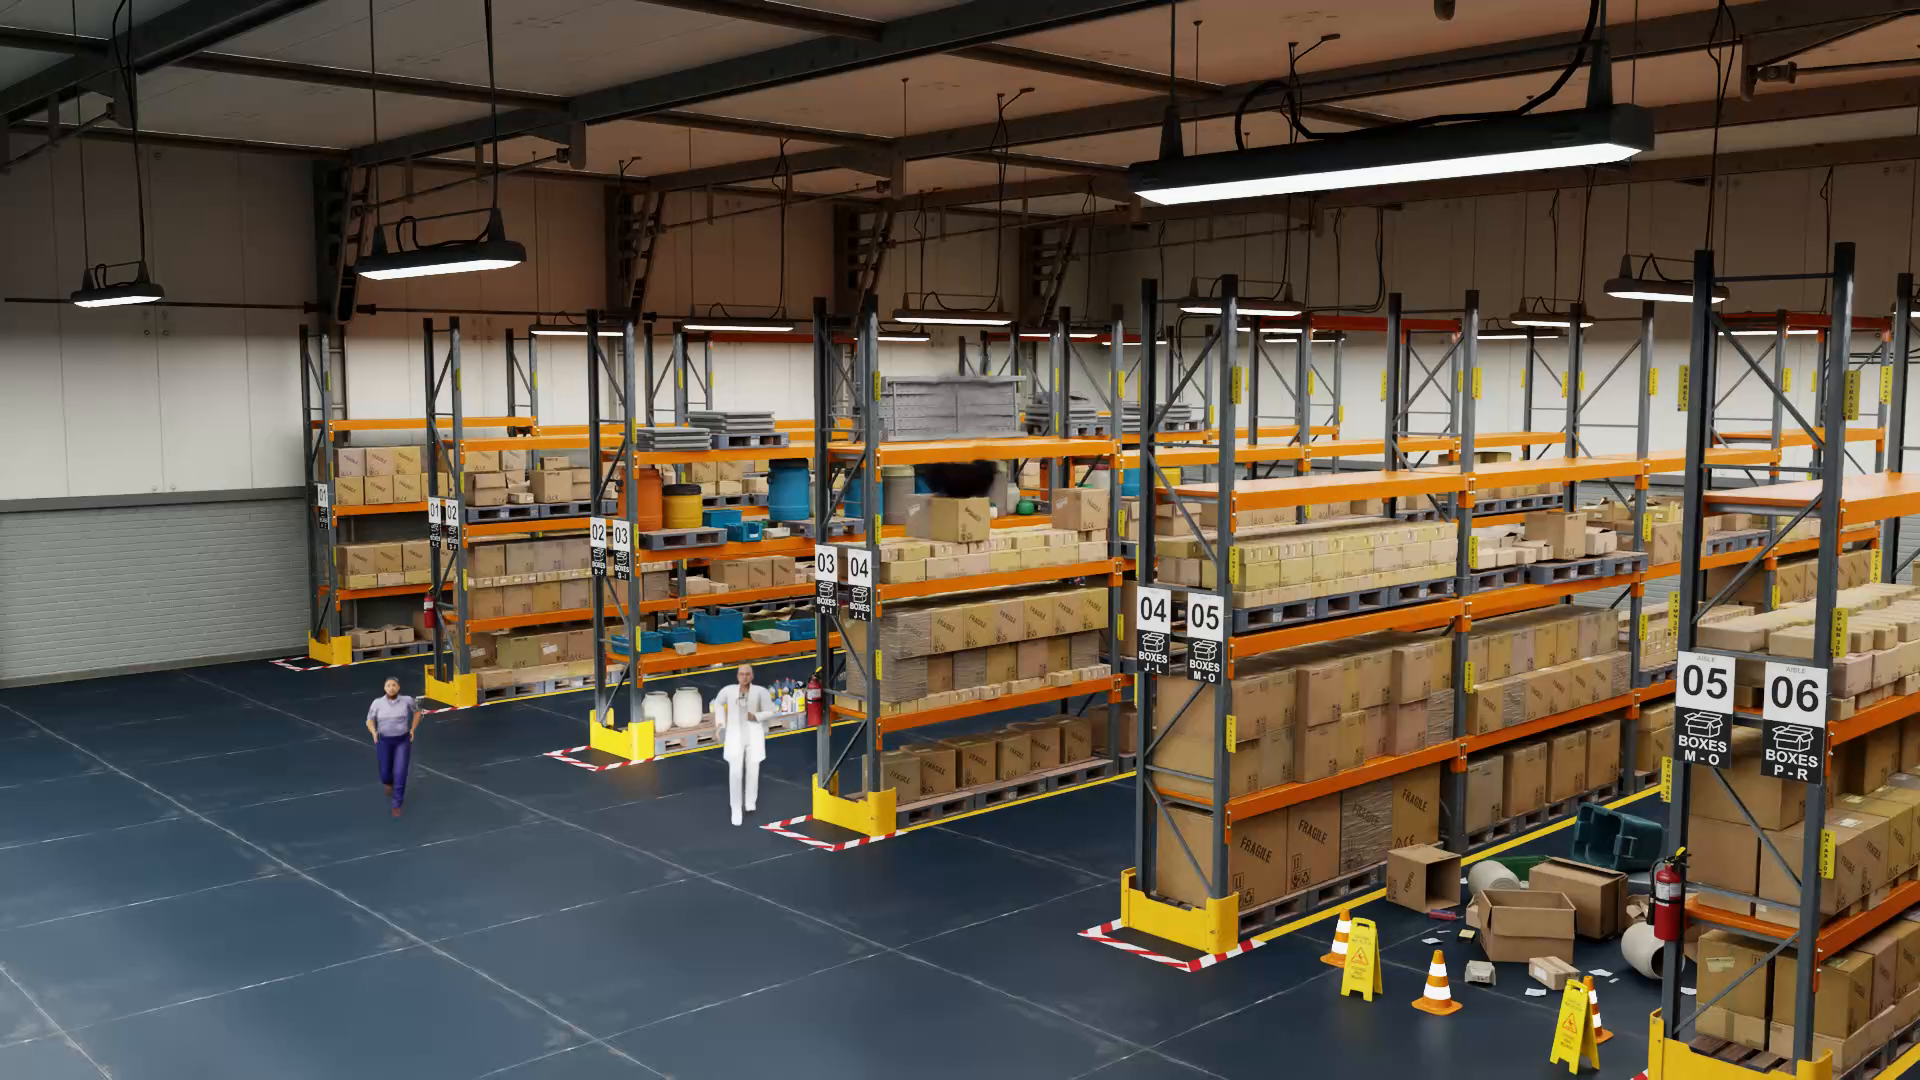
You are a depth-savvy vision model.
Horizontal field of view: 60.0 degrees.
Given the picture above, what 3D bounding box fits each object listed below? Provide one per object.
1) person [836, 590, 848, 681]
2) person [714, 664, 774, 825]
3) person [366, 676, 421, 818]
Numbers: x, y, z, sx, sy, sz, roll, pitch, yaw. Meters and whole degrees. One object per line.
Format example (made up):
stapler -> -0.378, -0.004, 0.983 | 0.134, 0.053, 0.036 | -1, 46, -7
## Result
person -> -1.756, 1.543, 28.139 | 0.564, 1.578, 0.921 | 4, 7, 36
person -> -2.491, 2.348, 19.223 | 0.673, 1.843, 0.836 | -1, 6, -9
person -> -6.660, 2.410, 19.590 | 0.615, 1.645, 0.750 | -2, 6, -17
